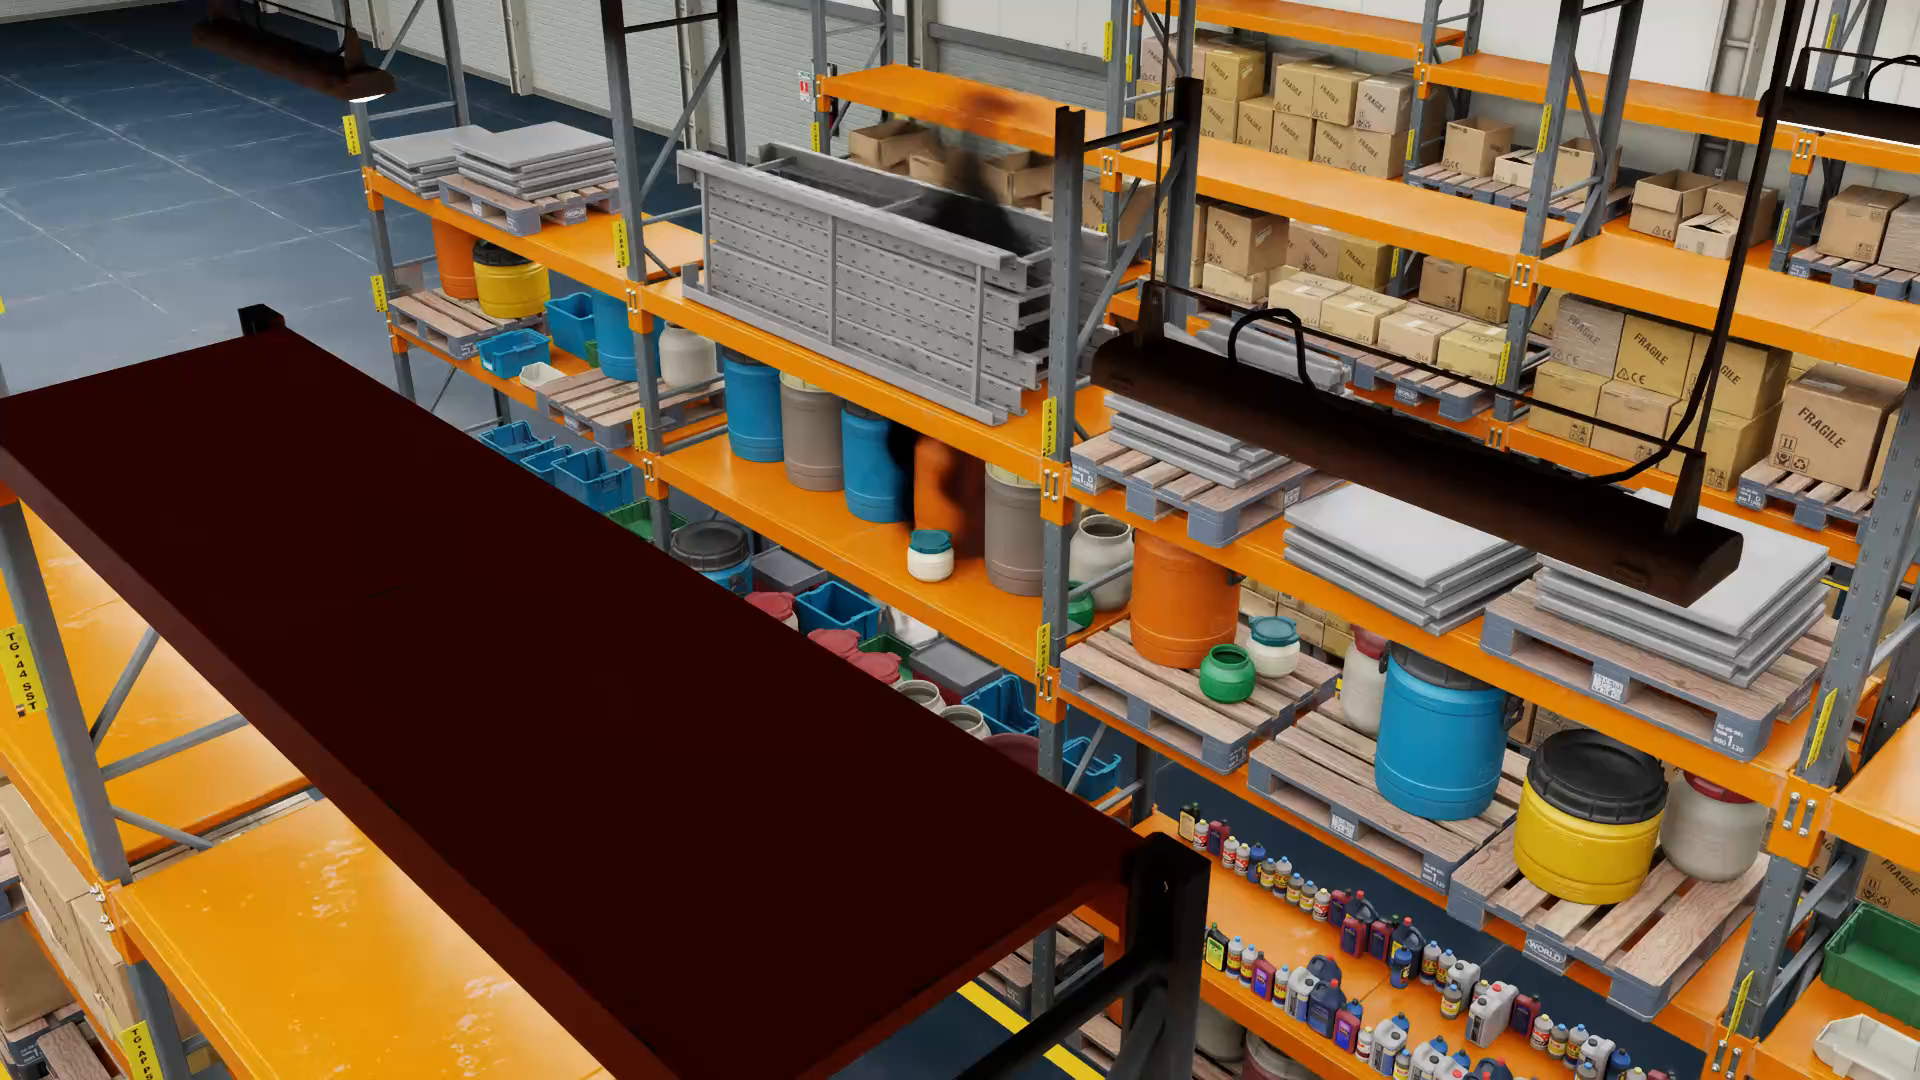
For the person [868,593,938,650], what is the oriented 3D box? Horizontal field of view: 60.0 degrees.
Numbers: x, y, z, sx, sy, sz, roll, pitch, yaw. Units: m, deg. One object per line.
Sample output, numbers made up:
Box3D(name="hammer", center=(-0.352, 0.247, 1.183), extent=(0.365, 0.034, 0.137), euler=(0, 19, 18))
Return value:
Box3D(name="person", center=(-0.350, 0.887, 13.464), extent=(0.705, 1.732, 1.061), euler=(-20, 34, -33))
